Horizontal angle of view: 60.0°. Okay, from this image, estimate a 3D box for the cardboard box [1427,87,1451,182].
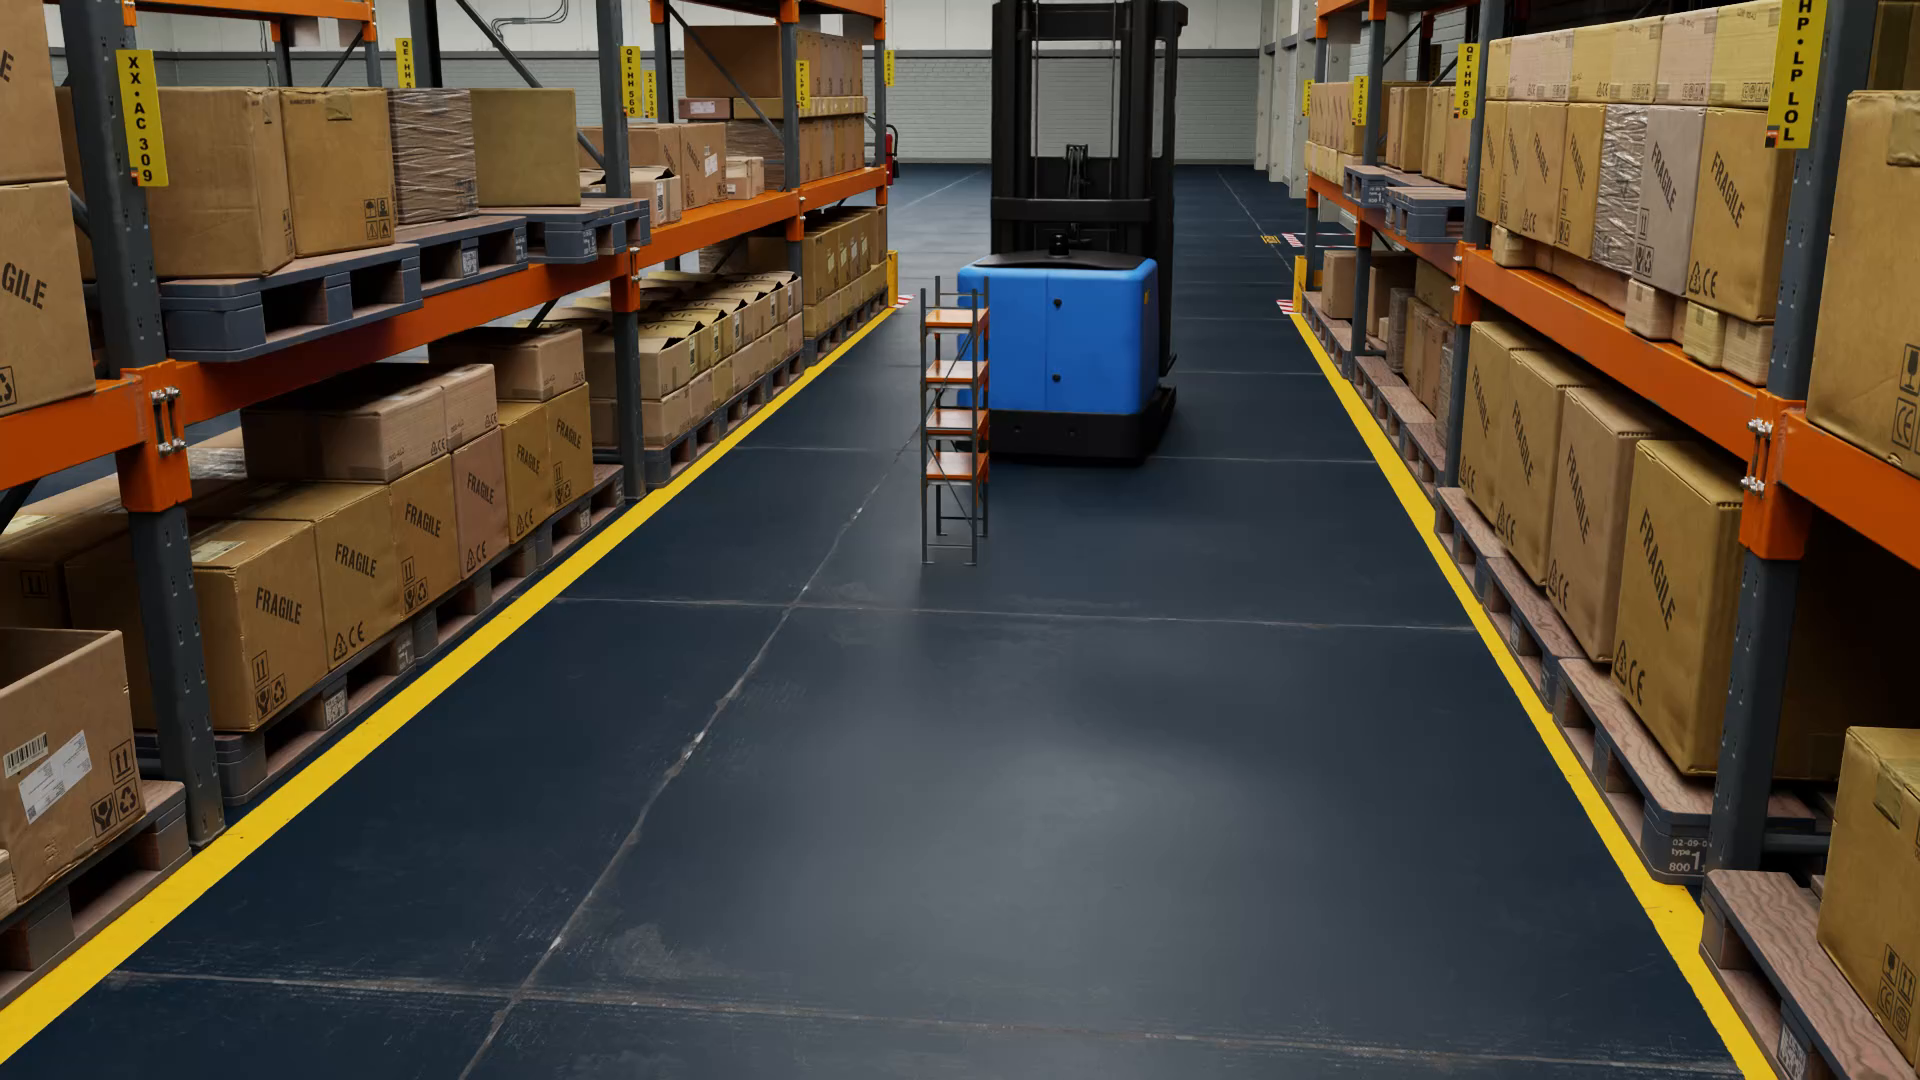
[{"bbox_3d":[2.981,-2.232,9.135,0.700,0.500,0.500,2,15,6],"label":"cardboard box"}]

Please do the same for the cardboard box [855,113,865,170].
[{"bbox_3d":[-1.266,-3.673,15.306,0.700,0.500,0.500,2,15,6],"label":"cardboard box"}]

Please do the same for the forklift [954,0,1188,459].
[{"bbox_3d":[0.780,-2.199,10.181,1.130,2.935,3.031,3,15,12],"label":"forklift"}]

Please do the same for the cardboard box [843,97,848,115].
[{"bbox_3d":[-1.171,-3.734,14.291,0.380,0.149,0.250,2,15,8],"label":"cardboard box"}]

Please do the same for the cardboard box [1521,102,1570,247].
[{"bbox_3d":[2.385,-1.344,6.086,0.500,0.500,0.500,2,15,6],"label":"cardboard box"}]

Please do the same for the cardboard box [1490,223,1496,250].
[{"bbox_3d":[2.552,-1.335,7.296,0.380,0.149,0.250,1,15,5],"label":"cardboard box"}]

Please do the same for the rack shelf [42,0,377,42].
[{"bbox_3d":[-6.348,-4.474,14.093,1.077,0.370,4.000,2,15,6],"label":"rack shelf"}]

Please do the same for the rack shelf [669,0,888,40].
[{"bbox_3d":[-1.426,-4.327,13.550,1.077,0.370,4.000,2,15,6],"label":"rack shelf"}]

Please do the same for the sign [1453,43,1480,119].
[{"bbox_3d":[2.279,-2.059,7.465,0.100,0.325,0.005,2,15,6],"label":"sign"}]

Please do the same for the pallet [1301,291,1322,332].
[{"bbox_3d":[3.586,-2.025,14.745,1.003,0.211,1.213,2,15,6],"label":"pallet"}]

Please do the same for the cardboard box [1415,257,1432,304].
[{"bbox_3d":[3.158,-1.625,10.433,0.500,0.250,0.500,1,15,5],"label":"cardboard box"}]

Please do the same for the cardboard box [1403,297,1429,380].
[{"bbox_3d":[3.195,-1.242,10.453,0.700,0.500,0.500,1,15,5],"label":"cardboard box"}]

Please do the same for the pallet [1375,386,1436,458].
[{"bbox_3d":[3.049,-0.697,9.836,1.003,0.211,1.213,2,15,6],"label":"pallet"}]

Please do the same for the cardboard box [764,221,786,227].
[{"bbox_3d":[-1.696,-2.331,13.562,0.500,0.500,0.500,2,15,6],"label":"cardboard box"}]

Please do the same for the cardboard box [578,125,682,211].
[{"bbox_3d":[-1.930,-2.154,9.690,0.500,0.500,0.500,1,15,3],"label":"cardboard box"}]

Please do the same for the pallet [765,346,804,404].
[{"bbox_3d":[-1.696,-1.169,11.582,1.003,0.211,1.213,2,15,6],"label":"pallet"}]

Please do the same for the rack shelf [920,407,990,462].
[{"bbox_3d":[-0.019,-0.471,7.364,0.258,0.148,0.480,2,15,6],"label":"rack shelf"}]

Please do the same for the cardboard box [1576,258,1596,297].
[{"bbox_3d":[2.389,-0.937,5.823,0.380,0.149,0.250,2,15,7],"label":"cardboard box"}]

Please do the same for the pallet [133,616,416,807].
[{"bbox_3d":[-2.501,0.501,5.404,1.003,0.211,1.213,2,15,6],"label":"pallet"}]

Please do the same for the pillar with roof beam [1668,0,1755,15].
[{"bbox_3d":[-0.452,-4.860,8.395,9.100,9.000,0.400,2,15,6],"label":"pillar with roof beam"}]

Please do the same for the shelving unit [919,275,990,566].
[{"bbox_3d":[-0.019,-0.536,7.347,0.258,1.200,0.503,2,15,6],"label":"shelving unit"}]

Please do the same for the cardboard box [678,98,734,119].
[{"bbox_3d":[-1.834,-3.146,12.115,0.380,0.149,0.250,2,15,6],"label":"cardboard box"}]

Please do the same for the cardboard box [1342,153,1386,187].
[{"bbox_3d":[3.023,-2.632,11.897,0.500,0.250,0.500,2,15,6],"label":"cardboard box"}]

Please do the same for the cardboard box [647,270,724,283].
[{"bbox_3d":[-1.946,-1.754,11.791,0.500,0.311,0.500,2,15,6],"label":"cardboard box"}]

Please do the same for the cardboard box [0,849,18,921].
[{"bbox_3d":[-2.320,0.786,3.627,0.380,0.149,0.250,2,15,6],"label":"cardboard box"}]

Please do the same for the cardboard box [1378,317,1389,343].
[{"bbox_3d":[3.301,-1.547,12.222,0.380,0.166,0.250,0,15,-1],"label":"cardboard box"}]

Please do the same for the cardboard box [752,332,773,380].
[{"bbox_3d":[-1.527,-1.203,10.828,0.500,0.250,0.500,2,15,8],"label":"cardboard box"}]

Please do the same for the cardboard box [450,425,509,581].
[{"bbox_3d":[-2.087,-0.156,6.438,0.500,0.500,0.500,1,15,4],"label":"cardboard box"}]

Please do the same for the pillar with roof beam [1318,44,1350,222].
[{"bbox_3d":[1.579,-9.528,25.660,9.100,9.000,0.400,2,15,6],"label":"pillar with roof beam"}]

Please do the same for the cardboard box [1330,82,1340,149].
[{"bbox_3d":[3.135,-3.254,12.760,0.500,0.500,0.500,1,15,5],"label":"cardboard box"}]

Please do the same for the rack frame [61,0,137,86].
[{"bbox_3d":[-6.573,-2.854,12.472,1.000,3.000,0.127,2,15,6],"label":"rack frame"}]

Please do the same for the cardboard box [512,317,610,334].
[{"bbox_3d":[-2.237,-1.094,9.352,0.500,0.311,0.500,1,15,5],"label":"cardboard box"}]

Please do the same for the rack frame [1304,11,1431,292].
[{"bbox_3d":[3.722,-3.600,15.230,1.000,3.000,0.127,2,15,6],"label":"rack frame"}]

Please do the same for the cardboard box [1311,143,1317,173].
[{"bbox_3d":[3.307,-3.285,14.313,0.500,0.250,0.500,1,15,5],"label":"cardboard box"}]

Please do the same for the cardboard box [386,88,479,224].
[{"bbox_3d":[-2.355,-1.523,6.552,0.700,0.500,0.500,5,16,17],"label":"cardboard box"}]

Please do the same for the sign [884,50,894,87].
[{"bbox_3d":[-0.663,-4.399,15.511,0.100,0.325,0.005,2,15,6],"label":"sign"}]

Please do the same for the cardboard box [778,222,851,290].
[{"bbox_3d":[-1.176,-2.315,13.505,0.500,0.500,0.500,2,15,6],"label":"cardboard box"}]

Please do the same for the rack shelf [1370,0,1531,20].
[{"bbox_3d":[3.045,-3.145,9.177,1.077,0.370,4.000,2,15,6],"label":"rack shelf"}]

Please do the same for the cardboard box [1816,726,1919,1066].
[{"bbox_3d":[2.181,0.707,3.285,0.700,0.500,0.500,2,15,7],"label":"cardboard box"}]

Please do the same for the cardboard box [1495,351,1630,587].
[{"bbox_3d":[2.501,-0.276,6.251,0.750,0.750,0.750,2,15,6],"label":"cardboard box"}]

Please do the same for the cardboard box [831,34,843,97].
[{"bbox_3d":[-1.382,-4.018,14.097,0.700,0.500,0.500,2,15,6],"label":"cardboard box"}]

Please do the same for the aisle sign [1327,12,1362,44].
[{"bbox_3d":[3.432,-4.883,14.992,0.394,0.787,0.004,2,15,6],"label":"aisle sign"}]

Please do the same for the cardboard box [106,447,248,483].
[{"bbox_3d":[-2.663,-0.033,5.983,0.500,0.500,0.500,2,15,7],"label":"cardboard box"}]

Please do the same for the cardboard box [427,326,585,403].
[{"bbox_3d":[-1.978,-0.774,7.286,0.500,0.250,0.500,2,15,8],"label":"cardboard box"}]

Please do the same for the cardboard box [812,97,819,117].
[{"bbox_3d":[-1.315,-3.398,13.048,0.380,0.149,0.250,1,15,4],"label":"cardboard box"}]

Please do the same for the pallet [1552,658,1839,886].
[{"bbox_3d":[2.380,0.656,4.832,1.003,0.211,1.213,2,15,6],"label":"pallet"}]

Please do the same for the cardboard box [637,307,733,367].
[{"bbox_3d":[-1.642,-1.212,9.787,0.500,0.311,0.500,1,15,5],"label":"cardboard box"}]

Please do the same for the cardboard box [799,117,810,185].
[{"bbox_3d":[-1.555,-3.008,12.849,0.700,0.500,0.500,2,15,6],"label":"cardboard box"}]

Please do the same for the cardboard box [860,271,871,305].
[{"bbox_3d":[-1.067,-2.213,14.562,0.500,0.250,0.500,2,15,6],"label":"cardboard box"}]

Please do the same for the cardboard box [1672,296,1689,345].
[{"bbox_3d":[2.204,-0.604,4.593,0.380,0.149,0.250,2,15,8],"label":"cardboard box"}]

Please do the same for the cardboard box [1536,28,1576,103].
[{"bbox_3d":[2.399,-1.709,6.001,0.500,0.250,0.500,2,15,7],"label":"cardboard box"}]

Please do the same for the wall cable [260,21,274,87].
[{"bbox_3d":[-21.765,-14.224,48.974,3.097,2.526,0.112,2,15,6],"label":"wall cable"}]
